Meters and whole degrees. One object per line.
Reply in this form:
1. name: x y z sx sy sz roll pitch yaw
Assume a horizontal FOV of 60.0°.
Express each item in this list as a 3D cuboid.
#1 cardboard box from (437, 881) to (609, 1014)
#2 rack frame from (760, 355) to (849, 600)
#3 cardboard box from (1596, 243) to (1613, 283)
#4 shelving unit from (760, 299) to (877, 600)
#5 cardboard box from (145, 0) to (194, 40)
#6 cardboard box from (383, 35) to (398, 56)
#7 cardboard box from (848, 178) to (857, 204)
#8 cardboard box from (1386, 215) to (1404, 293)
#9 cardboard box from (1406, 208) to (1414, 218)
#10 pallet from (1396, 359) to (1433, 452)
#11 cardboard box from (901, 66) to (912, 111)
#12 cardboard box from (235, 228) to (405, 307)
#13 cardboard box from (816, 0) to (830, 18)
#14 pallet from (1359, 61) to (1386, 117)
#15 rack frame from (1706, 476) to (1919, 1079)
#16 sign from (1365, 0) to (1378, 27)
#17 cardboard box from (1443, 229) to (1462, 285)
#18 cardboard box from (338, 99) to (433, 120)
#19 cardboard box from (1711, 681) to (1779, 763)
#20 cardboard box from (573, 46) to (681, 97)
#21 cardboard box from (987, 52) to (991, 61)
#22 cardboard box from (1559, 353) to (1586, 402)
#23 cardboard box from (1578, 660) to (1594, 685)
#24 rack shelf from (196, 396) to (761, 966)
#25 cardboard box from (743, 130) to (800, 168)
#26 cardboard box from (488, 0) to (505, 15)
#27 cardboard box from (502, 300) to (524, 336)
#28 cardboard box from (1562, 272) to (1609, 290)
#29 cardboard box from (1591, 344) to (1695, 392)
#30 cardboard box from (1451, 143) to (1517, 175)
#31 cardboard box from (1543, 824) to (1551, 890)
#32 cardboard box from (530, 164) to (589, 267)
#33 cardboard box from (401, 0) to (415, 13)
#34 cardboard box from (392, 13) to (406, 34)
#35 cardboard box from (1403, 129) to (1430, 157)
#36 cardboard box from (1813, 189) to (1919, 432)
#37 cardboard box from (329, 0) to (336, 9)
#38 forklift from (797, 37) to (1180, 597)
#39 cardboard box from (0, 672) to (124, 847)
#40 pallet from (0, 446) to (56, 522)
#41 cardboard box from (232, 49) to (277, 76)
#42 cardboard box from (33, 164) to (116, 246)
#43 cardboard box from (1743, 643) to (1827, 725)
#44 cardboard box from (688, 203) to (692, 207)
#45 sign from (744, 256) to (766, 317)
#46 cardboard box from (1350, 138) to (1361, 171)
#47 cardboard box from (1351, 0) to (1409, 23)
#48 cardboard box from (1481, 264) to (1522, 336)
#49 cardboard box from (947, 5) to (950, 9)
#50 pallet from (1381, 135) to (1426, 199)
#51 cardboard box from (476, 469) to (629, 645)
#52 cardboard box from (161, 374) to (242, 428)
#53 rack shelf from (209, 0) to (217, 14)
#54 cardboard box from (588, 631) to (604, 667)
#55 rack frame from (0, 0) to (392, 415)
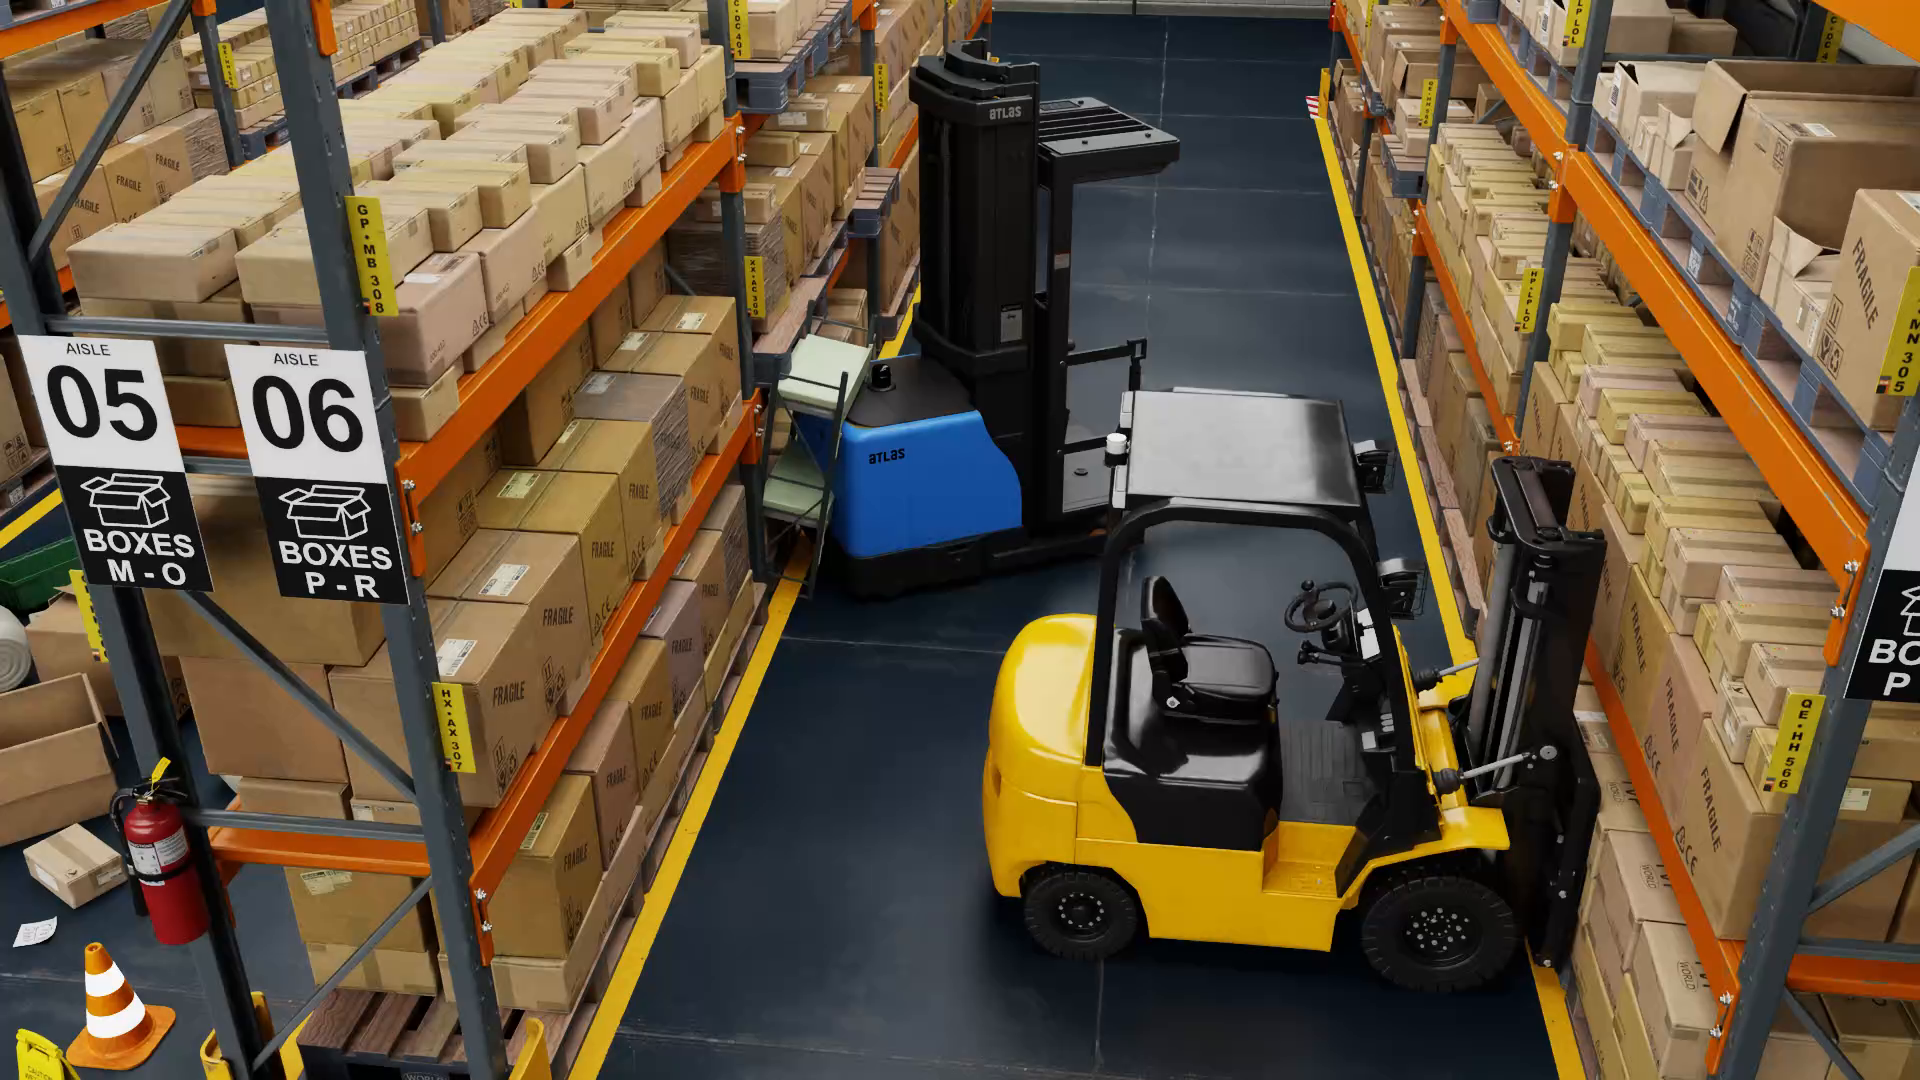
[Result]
1. cardboard box: -1.720 1.589 6.594 0.500 0.250 0.500 3 28 6
2. rack frame: -0.915 -0.316 9.214 0.400 1.500 0.023 14 33 2
3. cardboard box: 3.706 -1.514 9.108 0.380 0.149 0.250 3 28 6
4. shelving unit: -0.855 -0.509 9.520 0.431 1.500 0.755 14 33 2
5. cardboard box: -9.967 -6.124 20.251 0.875 0.875 0.875 3 28 6
6. cardboard box: -5.464 -4.598 15.444 0.380 0.149 0.250 3 28 6
7. cardboard box: -0.906 -2.375 11.318 0.380 0.149 0.250 2 28 4
8. cardboard box: 3.785 -2.329 13.603 0.500 0.500 0.500 5 29 8
9. cardboard box: 3.779 -2.542 13.315 0.380 0.149 0.250 4 29 8
10. pallet: 3.674 -0.939 11.770 1.003 0.211 1.213 3 28 6
11. cardboard box: -0.668 -3.694 13.575 0.500 0.250 0.500 3 28 6
12. cardboard box: -1.848 -0.789 4.814 0.380 0.149 0.250 3 28 6
13. cardboard box: -1.033 -3.124 9.438 0.500 0.250 0.500 3 28 6
14. pallet: 4.097 -3.980 14.678 1.003 0.211 1.213 3 28 6
15. rack frame: 2.833 1.214 4.834 1.000 3.000 0.127 3 28 6
16. sign: 3.764 -4.844 15.165 0.100 0.325 0.005 3 28 6
17. cardboard box: 3.394 -1.812 10.608 0.500 0.250 0.500 2 28 5
18. cardboard box: -2.191 -1.534 6.196 0.380 0.149 0.250 4 29 7
19. cardboard box: 2.599 0.583 5.216 0.380 0.149 0.250 4 29 7
20. cardboard box: -1.404 -1.981 7.026 0.380 0.149 0.250 4 29 8
21. cardboard box: -0.115 -5.345 19.266 0.875 0.438 0.875 2 28 4
22. cardboard box: 2.993 -0.742 7.675 0.380 0.149 0.250 4 29 7
23. cardboard box: 2.830 0.601 7.374 0.500 0.250 0.500 4 29 8
24. rack shelf: -1.849 0.303 7.284 1.077 0.370 4.000 3 28 6
25. cardboard box: -1.164 -2.319 9.846 0.380 0.149 0.250 5 29 9
26. cardboard box: -5.087 -5.823 17.477 0.500 0.500 0.500 3 28 5
27. cardboard box: -1.715 -0.789 5.655 0.380 0.149 0.250 3 28 6
28. cardboard box: 3.158 -1.295 8.701 0.380 0.149 0.250 3 28 5
29. cardboard box: 3.025 -0.748 7.372 0.380 0.149 0.250 3 28 5
30. cardboard box: 3.445 -2.500 10.939 0.380 0.149 0.250 4 29 8
31. cardboard box: 2.759 1.286 7.157 0.500 0.250 0.500 4 29 8
32. cardboard box: -1.657 -1.161 5.923 0.500 0.250 0.500 4 29 8
33. cardboard box: -5.404 -5.097 15.744 0.380 0.149 0.250 5 29 9
34. cardboard box: -5.432 -4.844 15.587 0.380 0.149 0.250 4 29 7
35. cardboard box: 3.513 -2.957 12.399 0.380 0.149 0.250 4 29 7
36. cardboard box: 2.646 -0.602 4.388 0.500 0.500 0.500 4 29 8
37. cardboard box: -6.081 -5.007 15.577 0.380 0.149 0.250 4 29 8
38. forklift: 0.573 -1.408 9.773 3.031 2.935 1.130 -12 30 -20
39. cardboard box: -4.391 1.052 7.766 0.797 0.503 0.637 -17 33 -29
40. pallet: -6.509 -0.336 10.650 1.003 0.211 1.213 3 28 6
41. cardboard box: -5.725 -3.863 13.452 0.380 0.149 0.250 3 28 6
42. cardboard box: -6.010 -2.183 11.035 0.500 0.500 0.500 4 29 7
43. cardboard box: 2.667 0.455 5.140 0.380 0.149 0.250 3 28 6
44. cardboard box: -1.715 -1.780 9.529 0.500 0.500 0.500 4 29 6
45. sign: -1.064 -1.309 8.604 0.100 0.325 0.005 3 28 6
46. cardboard box: 4.124 -3.863 16.698 0.396 0.266 0.258 4 29 8
47. cardboard box: 4.309 -5.466 17.078 0.500 0.250 0.500 3 28 5
48. cardboard box: 3.186 -1.311 9.153 0.500 0.250 0.500 3 28 5
49. cardboard box: -0.325 -5.416 15.980 0.500 0.500 0.500 4 29 7
50. pallet: 3.827 -2.790 12.469 1.213 0.211 1.003 3 28 6
51. cardboard box: -1.639 0.062 6.554 0.500 0.500 0.500 3 28 5
52. cardboard box: -2.327 -0.467 5.056 0.380 0.149 0.250 3 29 6
53. rack shelf: -5.793 -5.024 14.008 1.077 0.370 4.000 3 28 6
54. cardboard box: -1.642 0.410 6.592 0.380 0.149 0.250 4 29 8
55. rack frame: -2.094 -1.714 3.943 1.000 3.000 0.127 3 28 6
